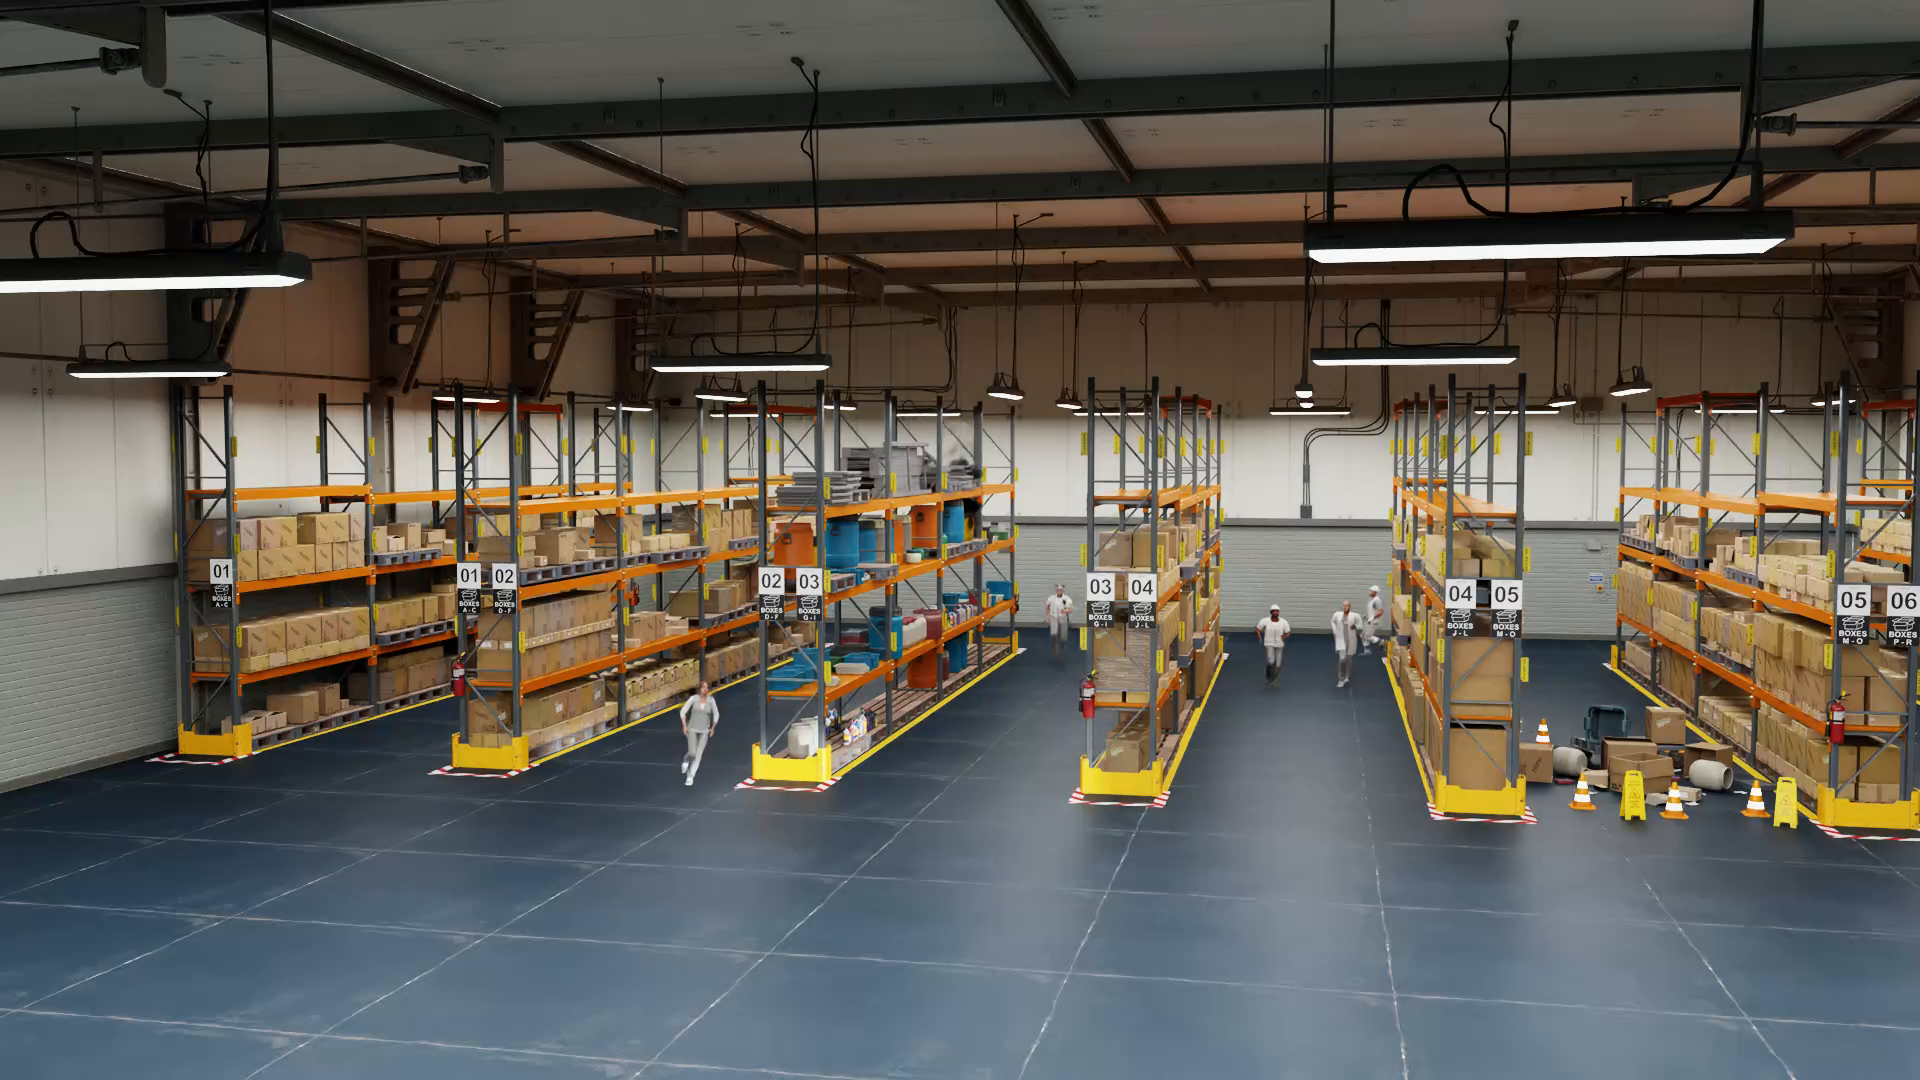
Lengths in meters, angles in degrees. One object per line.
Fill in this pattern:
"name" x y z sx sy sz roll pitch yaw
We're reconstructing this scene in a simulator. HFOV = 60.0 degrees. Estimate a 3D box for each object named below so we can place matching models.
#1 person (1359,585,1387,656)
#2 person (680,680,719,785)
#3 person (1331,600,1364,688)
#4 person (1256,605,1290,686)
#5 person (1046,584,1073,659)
"person" 9.883 1.937 39.600 0.628 1.731 0.702 0 3 -4
"person" -3.866 2.858 24.771 0.575 1.515 0.528 -1 3 -16
"person" 8.099 2.187 34.779 0.665 1.856 0.844 1 3 12
"person" 6.513 2.195 34.477 0.683 1.715 0.642 0 3 -1
"person" 2.289 1.854 38.303 0.630 1.720 0.839 0 3 3
